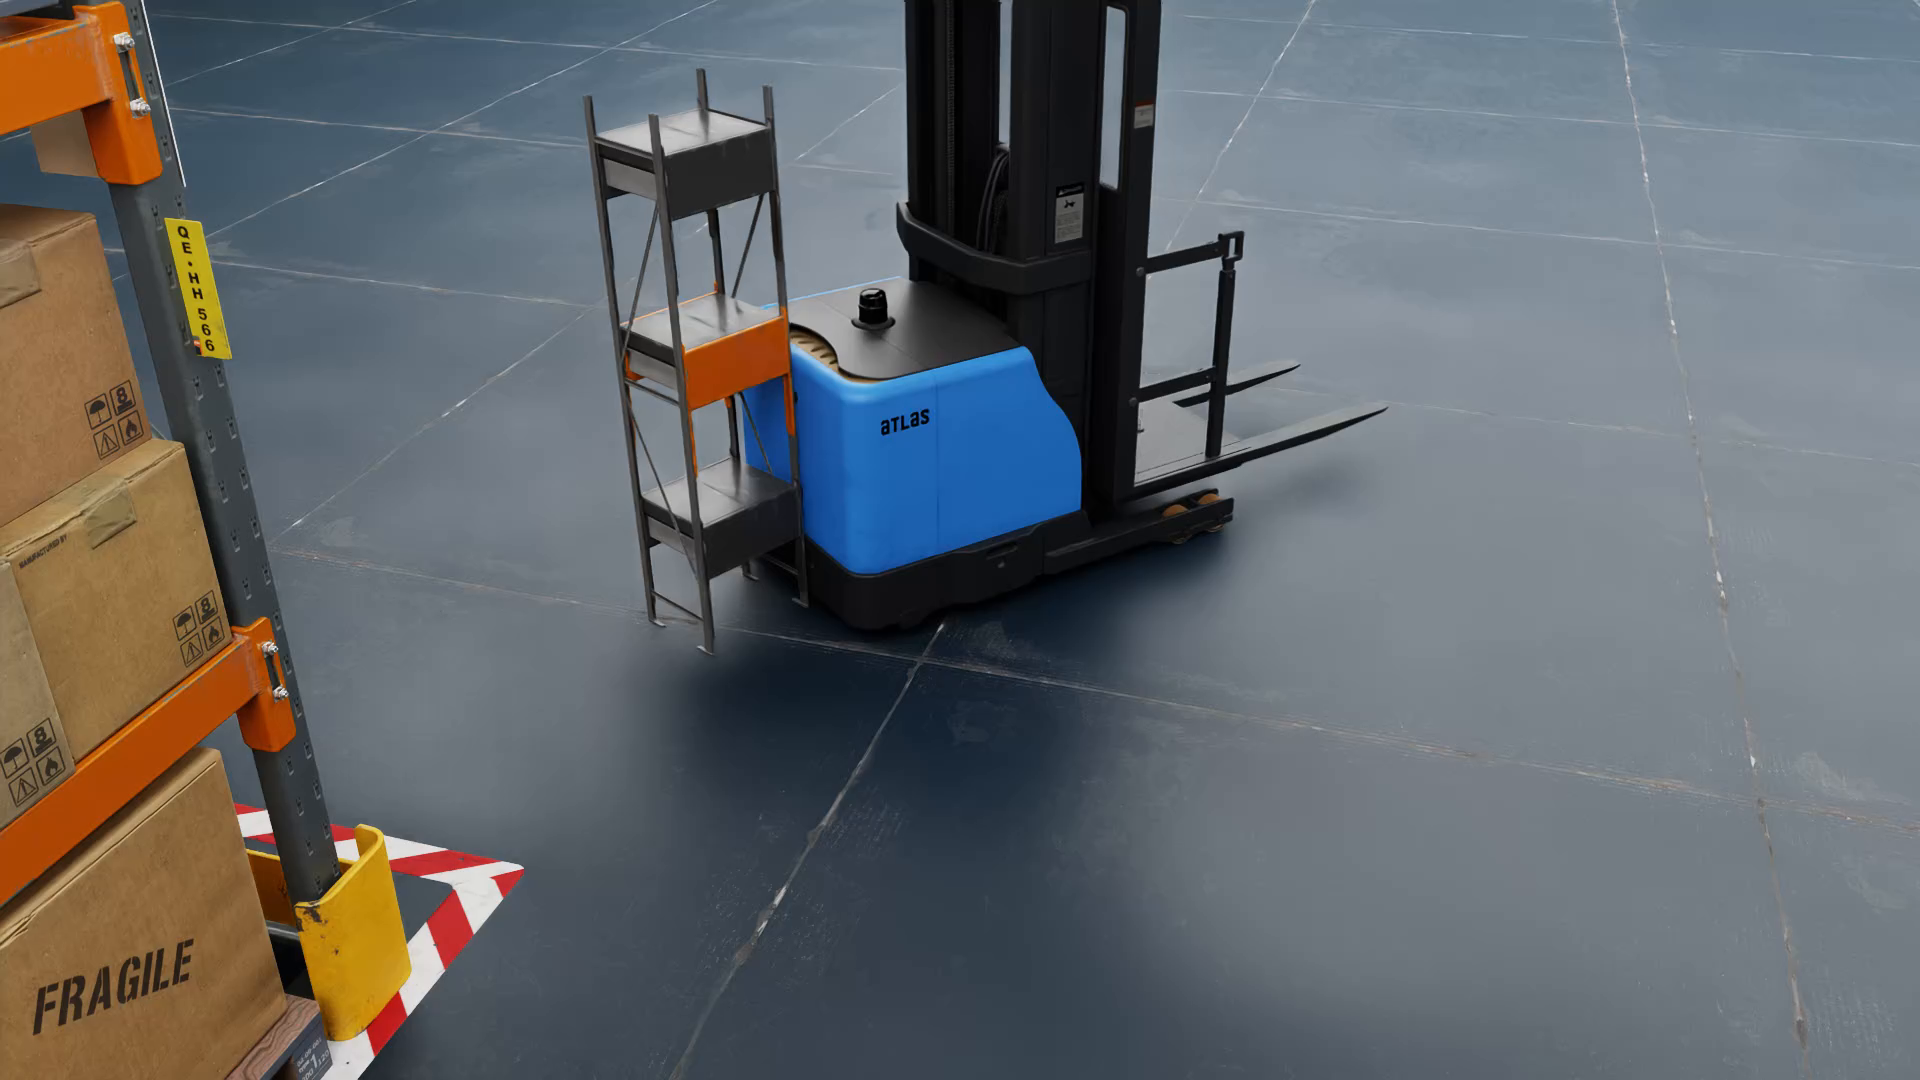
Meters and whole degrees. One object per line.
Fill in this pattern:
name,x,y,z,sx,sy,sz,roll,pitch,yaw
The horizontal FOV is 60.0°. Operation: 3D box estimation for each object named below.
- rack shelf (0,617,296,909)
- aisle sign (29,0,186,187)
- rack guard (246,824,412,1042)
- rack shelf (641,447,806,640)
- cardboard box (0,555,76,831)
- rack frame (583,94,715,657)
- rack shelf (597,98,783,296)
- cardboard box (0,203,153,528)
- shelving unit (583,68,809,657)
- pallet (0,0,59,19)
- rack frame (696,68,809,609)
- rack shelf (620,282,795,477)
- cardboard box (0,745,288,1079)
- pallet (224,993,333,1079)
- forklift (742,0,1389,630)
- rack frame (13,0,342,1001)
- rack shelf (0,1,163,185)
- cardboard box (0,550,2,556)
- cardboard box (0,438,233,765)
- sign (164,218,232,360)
rack shelf,-2.817,1.207,2.735,1.077,0.370,4.000,8,30,15
aisle sign,-1.922,-1.163,3.581,0.394,0.787,0.004,8,30,15
rack guard,-2.223,1.044,4.858,1.175,0.500,0.348,8,30,15
rack shelf,-0.935,0.004,6.539,0.431,0.518,0.480,24,38,38
cardboard box,-2.436,0.335,3.407,0.875,0.550,0.550,8,30,15
rack frame,-1.115,-0.530,6.038,0.400,2.100,0.015,24,38,38
rack shelf,-0.958,-1.218,5.857,0.431,0.518,0.480,24,38,38
cardboard box,-2.376,-0.407,3.632,0.875,0.550,0.550,8,30,15
shelving unit,-0.947,-0.619,6.191,0.431,2.100,0.503,24,38,38
pallet,-2.438,-0.963,2.901,1.003,0.211,1.213,8,30,15
rack frame,-0.778,-0.707,6.344,0.400,2.100,0.015,24,38,38
rack shelf,-0.946,-0.607,6.198,0.431,0.518,0.480,24,38,38
cardboard box,-2.366,1.033,4.062,0.875,0.875,0.875,9,30,15
pallet,-2.390,1.565,4.221,1.003,0.211,1.213,8,30,15
forklift,0.599,-1.462,6.863,3.031,2.935,1.130,-17,34,-28
rack frame,-2.230,-0.037,4.231,1.000,3.000,0.127,8,30,15
rack shelf,-2.817,-0.104,2.006,1.077,0.370,4.000,8,30,15
cardboard box,-2.449,-0.139,3.148,0.875,0.550,0.550,8,30,15
cardboard box,-2.295,0.077,3.873,0.875,0.550,0.550,8,30,15
sign,-1.715,-0.562,3.741,0.100,0.325,0.005,8,30,15
